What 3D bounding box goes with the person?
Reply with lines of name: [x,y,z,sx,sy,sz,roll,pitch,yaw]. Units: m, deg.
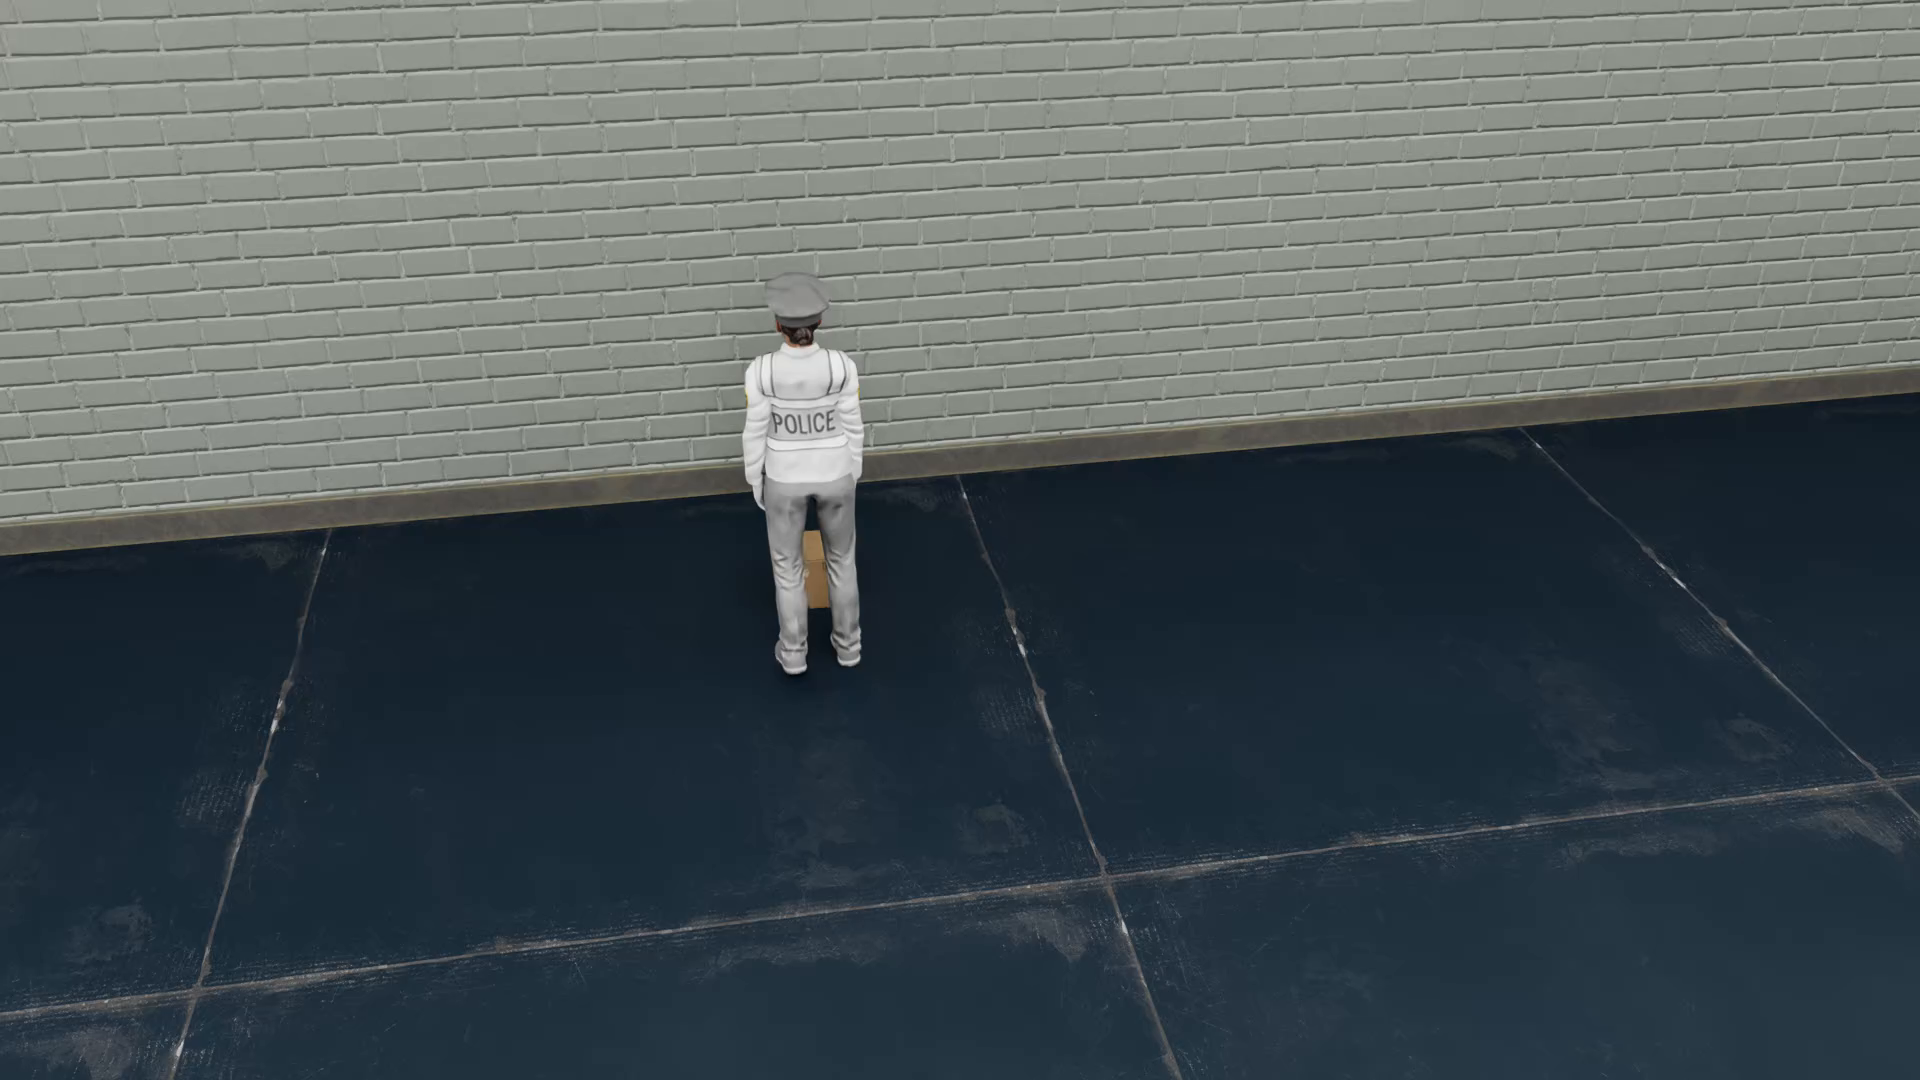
person: [-0.607,-0.236,6.527,0.466,1.692,0.341,-5,31,-8]
